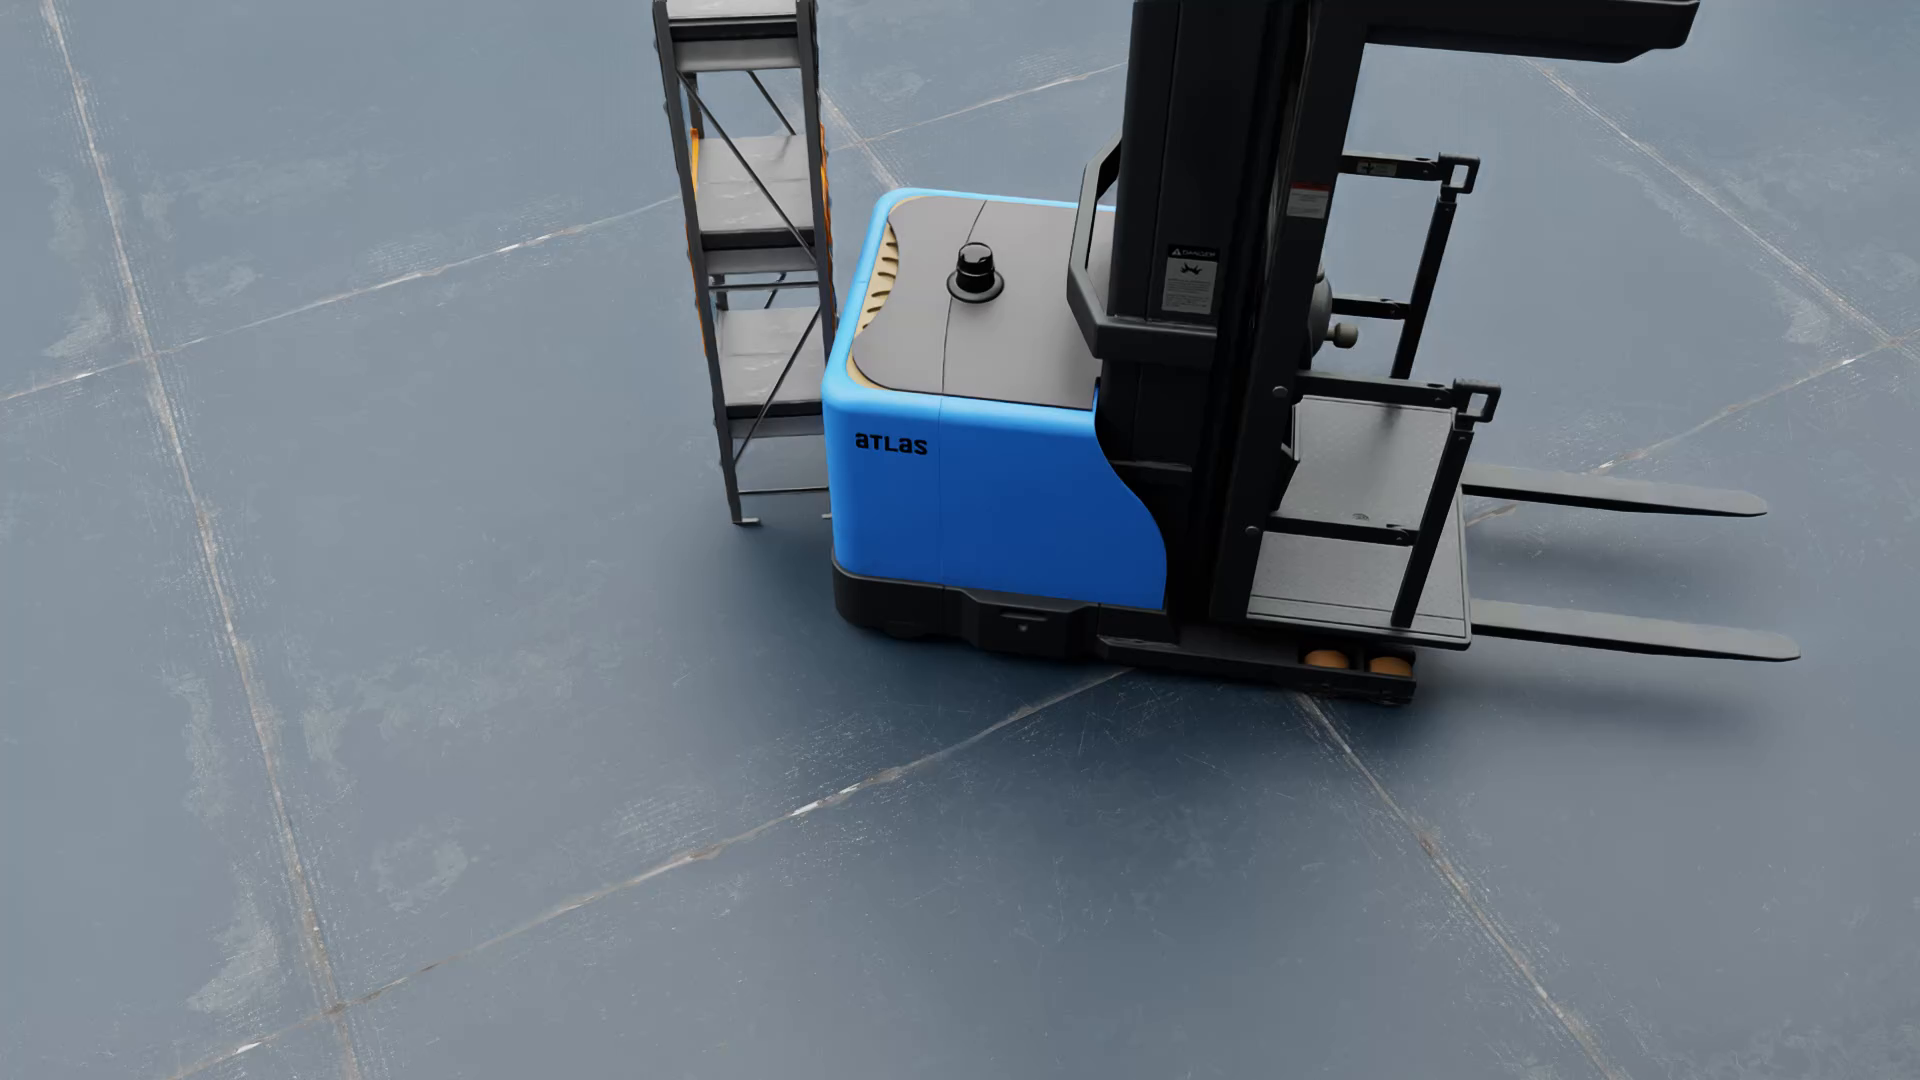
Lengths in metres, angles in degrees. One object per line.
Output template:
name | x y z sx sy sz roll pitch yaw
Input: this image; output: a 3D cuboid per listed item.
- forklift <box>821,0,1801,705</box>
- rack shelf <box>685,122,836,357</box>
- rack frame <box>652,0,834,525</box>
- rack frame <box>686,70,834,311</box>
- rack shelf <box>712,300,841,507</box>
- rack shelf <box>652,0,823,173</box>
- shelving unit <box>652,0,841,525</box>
forklift | 1.150 -0.873 4.566 3.031 2.935 1.130 6 49 6
rack shelf | -0.611 -0.936 5.192 0.431 0.518 0.480 -3 49 -3
rack frame | -0.593 -0.762 5.021 0.400 2.100 0.015 -3 49 -3
rack frame | -0.630 -1.128 5.342 0.400 2.100 0.015 -3 49 -3
rack shelf | -0.611 -0.475 5.719 0.431 0.518 0.480 -3 49 -3
rack shelf | -0.611 -1.397 4.665 0.431 0.518 0.480 -3 49 -3
shelving unit | -0.611 -0.945 5.182 0.431 2.100 0.503 -3 49 -3
